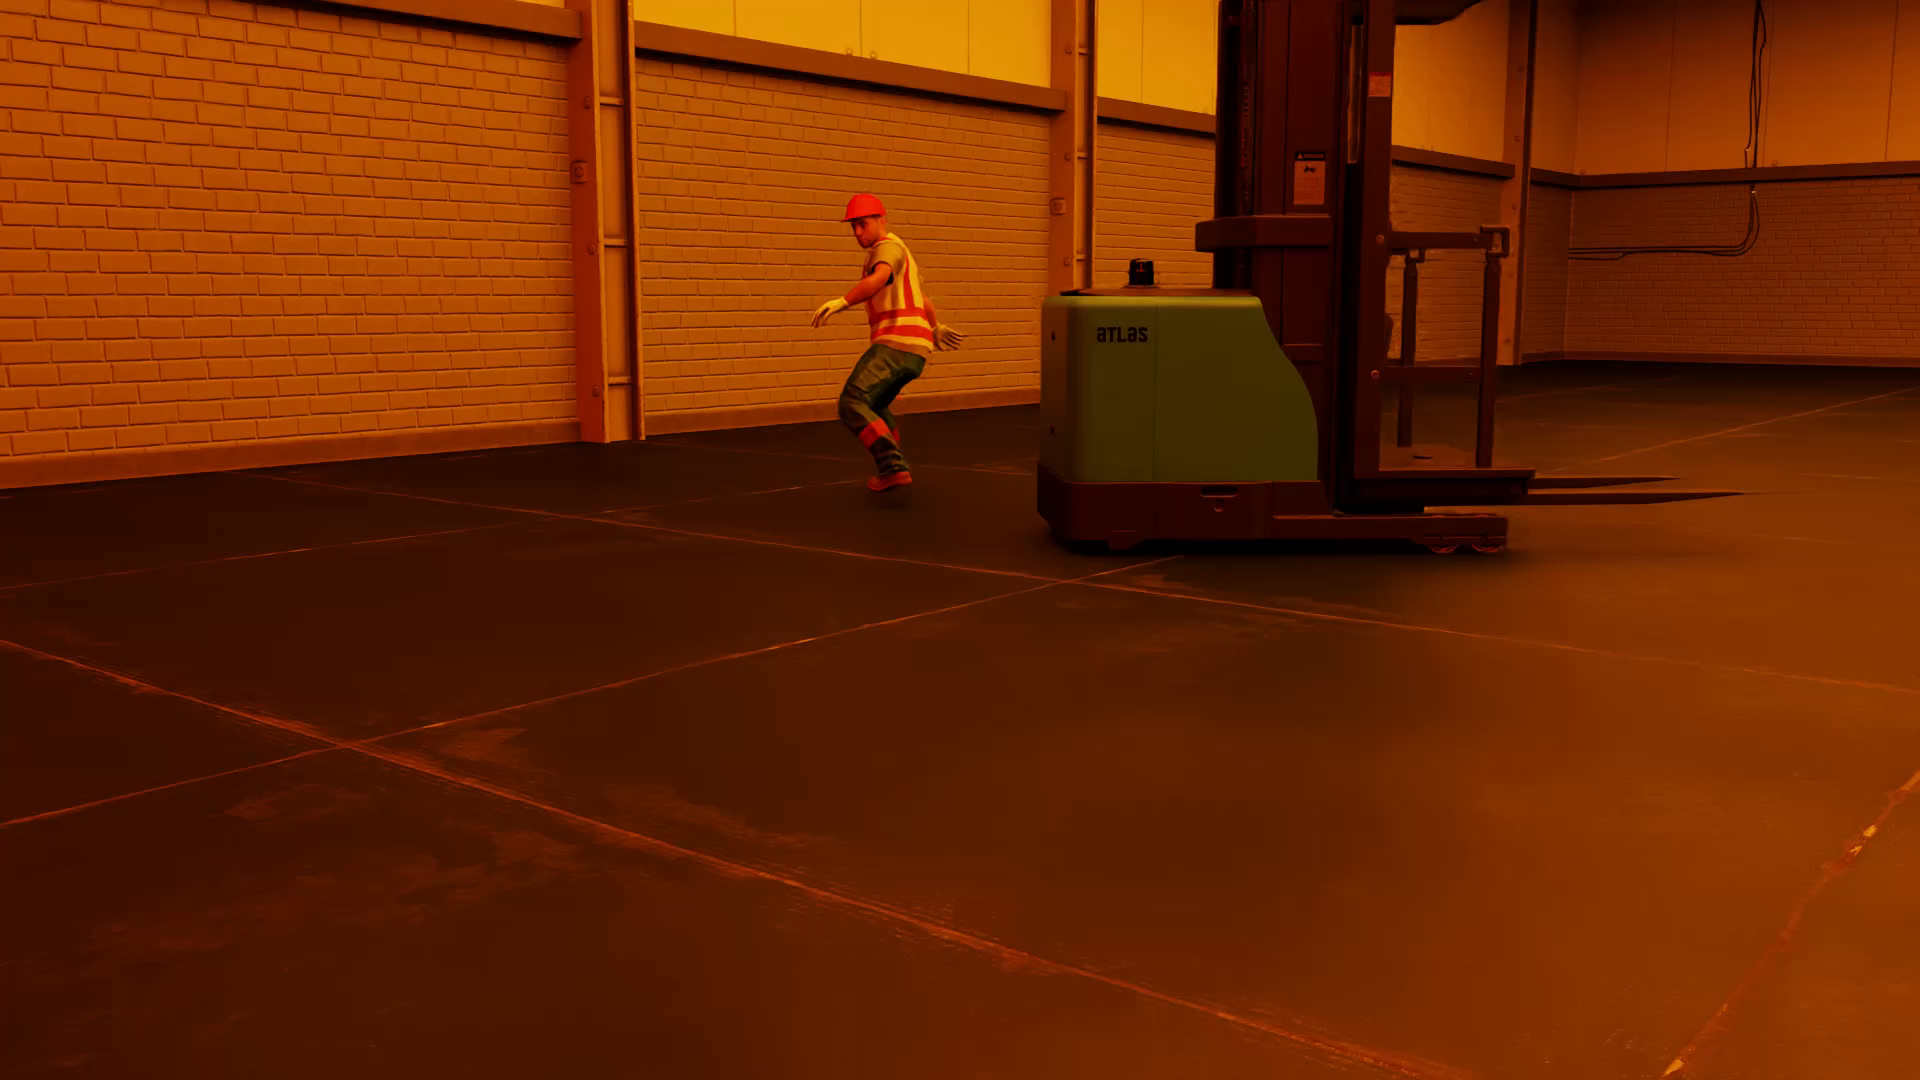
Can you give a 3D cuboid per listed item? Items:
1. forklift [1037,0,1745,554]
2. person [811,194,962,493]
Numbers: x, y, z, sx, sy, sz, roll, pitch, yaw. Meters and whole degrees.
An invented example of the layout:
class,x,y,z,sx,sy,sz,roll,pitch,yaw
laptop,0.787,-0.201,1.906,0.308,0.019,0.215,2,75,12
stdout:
class,x,y,z,sx,sy,sz,roll,pitch,yaw
forklift,1.905,-1.468,7.314,3.031,2.935,1.130,-1,8,-4
person,-0.380,-1.009,9.041,0.552,1.713,1.168,2,9,15
